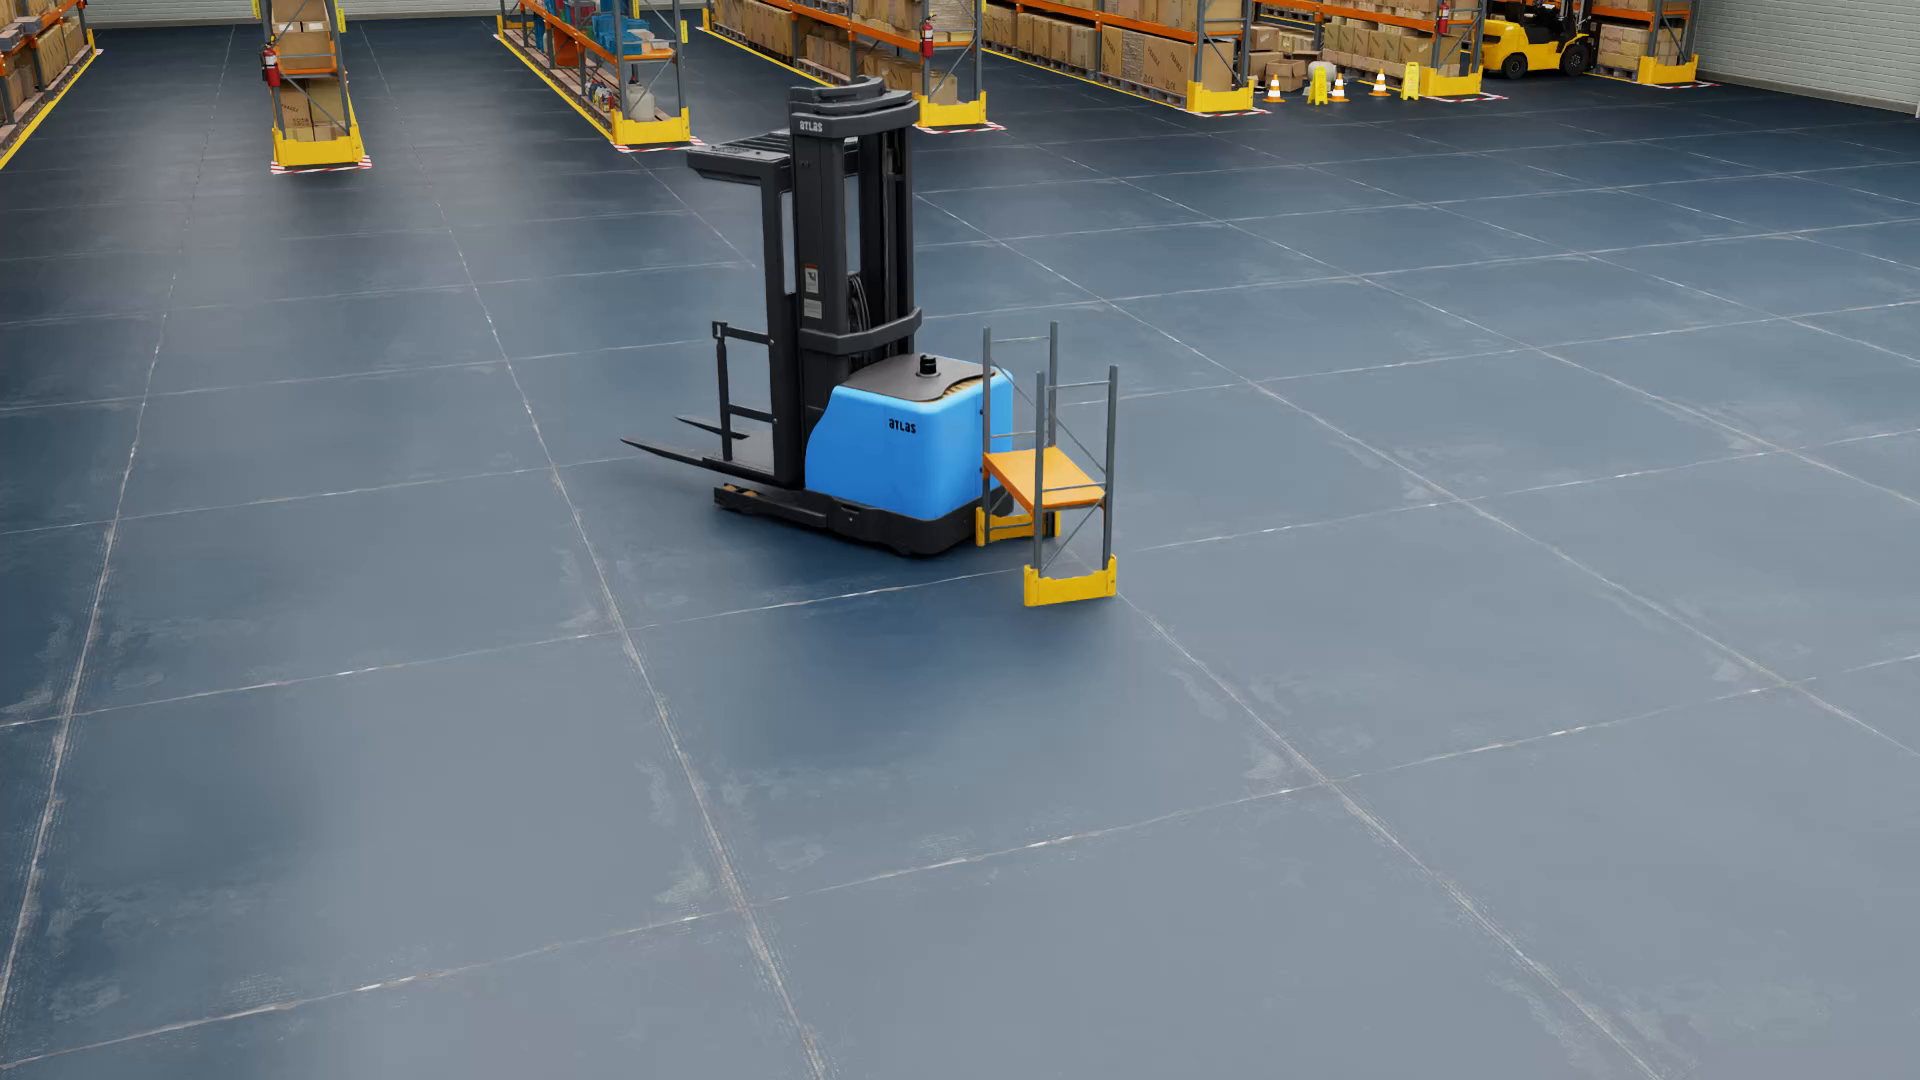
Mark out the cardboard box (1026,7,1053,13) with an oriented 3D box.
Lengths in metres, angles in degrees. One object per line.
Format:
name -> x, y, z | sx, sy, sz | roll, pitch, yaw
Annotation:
cardboard box -> 1.700, -11.523, 36.440 | 0.500, 0.250, 0.500 | -9, 25, -21

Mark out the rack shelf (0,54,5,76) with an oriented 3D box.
rack shelf -> -14.741, -6.658, 24.111 | 1.077, 0.370, 4.000 | -8, 24, -19

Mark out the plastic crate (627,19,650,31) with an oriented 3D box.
plastic crate -> -5.534, -8.642, 28.084 | 0.499, 0.251, 0.616 | -8, 24, -19

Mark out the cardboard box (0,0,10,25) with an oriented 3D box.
cardboard box -> -16.224, -8.799, 27.570 | 0.700, 0.500, 0.500 | -8, 24, -19

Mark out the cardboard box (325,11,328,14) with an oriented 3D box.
cardboard box -> -9.796, -7.929, 25.236 | 0.380, 0.149, 0.250 | -9, 24, -20

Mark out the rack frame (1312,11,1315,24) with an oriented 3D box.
rack frame -> 9.542, -14.704, 42.275 | 1.000, 3.000, 0.127 | -8, 24, -19

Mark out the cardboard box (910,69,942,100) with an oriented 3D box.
cardboard box -> -0.581, -7.785, 28.537 | 0.500, 0.500, 0.500 | -2, 23, -5

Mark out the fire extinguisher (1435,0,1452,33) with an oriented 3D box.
fire extinguisher -> 8.748, -9.521, 30.077 | 0.296, 0.674, 0.183 | -8, 24, -19

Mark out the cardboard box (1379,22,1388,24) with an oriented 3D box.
cardboard box -> 10.437, -12.600, 39.960 | 0.500, 0.500, 0.500 | -9, 24, -20

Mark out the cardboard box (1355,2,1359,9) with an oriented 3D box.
cardboard box -> 7.975, -10.476, 32.568 | 0.380, 0.149, 0.250 | -8, 24, -19

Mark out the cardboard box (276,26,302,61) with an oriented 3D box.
cardboard box -> -9.744, -7.352, 24.701 | 0.700, 0.500, 0.500 | -8, 24, -18

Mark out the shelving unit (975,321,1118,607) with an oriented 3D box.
shelving unit -> 0.539, -0.508, 10.525 | 0.587, 1.500, 1.083 | -7, 24, -16

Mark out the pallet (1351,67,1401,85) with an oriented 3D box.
pallet -> 8.430, -9.147, 32.680 | 1.003, 0.211, 1.213 | -8, 24, -19

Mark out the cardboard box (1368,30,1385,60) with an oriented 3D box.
cardboard box -> 8.252, -9.562, 32.109 | 0.500, 0.500, 0.500 | -9, 24, -20

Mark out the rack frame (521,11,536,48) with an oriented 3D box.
rack frame -> -9.005, -11.982, 35.817 | 1.000, 3.000, 0.127 | -8, 24, -19

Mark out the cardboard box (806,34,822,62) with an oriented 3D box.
cardboard box -> -2.703, -10.019, 33.810 | 0.700, 0.500, 0.500 | -10, 25, -22

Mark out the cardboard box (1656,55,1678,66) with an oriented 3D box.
cardboard box -> 13.790, -9.476, 32.869 | 0.500, 0.250, 0.500 | -8, 24, -19

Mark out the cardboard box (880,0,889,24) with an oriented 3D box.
cardboard box -> -0.892, -9.225, 28.762 | 0.875, 0.500, 0.500 | -8, 24, -19

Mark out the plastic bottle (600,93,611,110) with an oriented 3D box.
plastic bottle -> -5.889, -7.272, 27.583 | 0.152, 0.276, 0.135 | -8, 24, -19

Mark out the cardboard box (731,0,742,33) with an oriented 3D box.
cardboard box -> -4.848, -12.454, 39.132 | 0.875, 0.875, 0.875 | -8, 24, -19

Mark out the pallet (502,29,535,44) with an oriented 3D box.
pallet -> -10.163, -11.846, 39.084 | 1.003, 0.211, 1.213 | -8, 24, -19

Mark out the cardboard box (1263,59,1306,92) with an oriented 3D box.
cardboard box -> 6.149, -8.802, 31.486 | 0.637, 0.503, 0.797 | 12, 26, 27

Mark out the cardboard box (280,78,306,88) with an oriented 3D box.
cardboard box -> -10.412, -6.913, 25.824 | 0.500, 0.500, 0.500 | -8, 24, -19

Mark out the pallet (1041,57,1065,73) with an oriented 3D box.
pallet -> 2.352, -9.828, 34.296 | 1.003, 0.211, 1.213 | -8, 24, -19

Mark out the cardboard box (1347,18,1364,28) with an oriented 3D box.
cardboard box -> 7.853, -10.194, 32.774 | 0.380, 0.149, 0.250 | -7, 24, -17

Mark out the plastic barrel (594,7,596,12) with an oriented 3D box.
plastic barrel -> -6.503, -9.514, 30.138 | 0.301, 0.262, 0.301 | 0, 23, 0

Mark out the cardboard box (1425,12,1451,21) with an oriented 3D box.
cardboard box -> 8.806, -9.652, 30.612 | 0.380, 0.149, 0.250 | -8, 24, -17

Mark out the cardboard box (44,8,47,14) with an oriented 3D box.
cardboard box -> -17.556, -10.058, 31.549 | 0.380, 0.149, 0.250 | -8, 24, -19

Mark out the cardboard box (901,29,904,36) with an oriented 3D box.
cardboard box -> -0.774, -8.625, 28.176 | 0.380, 0.149, 0.250 | -8, 24, -19

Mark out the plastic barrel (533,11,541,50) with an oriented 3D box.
plastic barrel -> -8.829, -11.009, 35.669 | 0.600, 0.901, 0.708 | -8, 24, -19

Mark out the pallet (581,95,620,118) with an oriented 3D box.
pallet -> -5.981, -7.541, 28.870 | 1.003, 0.211, 1.213 | -8, 24, -19

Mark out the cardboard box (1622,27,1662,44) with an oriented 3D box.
cardboard box -> 13.326, -9.856, 32.483 | 0.500, 0.250, 0.500 | -8, 24, -17

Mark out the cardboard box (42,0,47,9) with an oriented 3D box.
cardboard box -> -17.335, -10.134, 30.894 | 0.500, 0.500, 0.500 | -8, 24, -17

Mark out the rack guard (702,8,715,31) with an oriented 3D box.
rack guard -> -5.793, -12.972, 41.384 | 1.175, 0.500, 0.348 | -8, 24, -19

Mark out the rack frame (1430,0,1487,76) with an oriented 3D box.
rack frame -> 9.138, -9.661, 30.311 | 1.000, 3.000, 0.127 | -8, 24, -19

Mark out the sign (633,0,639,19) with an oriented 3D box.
sign -> -5.661, -9.275, 29.036 | 0.100, 0.325, 0.005 | -8, 24, -19

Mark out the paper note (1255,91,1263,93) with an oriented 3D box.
paper note -> 5.592, -8.364, 31.058 | 0.144, 0.017, 0.142 | 0, 23, -1

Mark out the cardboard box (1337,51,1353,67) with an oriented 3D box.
cardboard box -> 7.880, -9.598, 33.158 | 0.500, 0.250, 0.500 | -7, 24, -16

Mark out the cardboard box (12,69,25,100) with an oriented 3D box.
cardboard box -> -16.484, -7.763, 28.458 | 0.700, 0.500, 0.500 | -8, 24, -19

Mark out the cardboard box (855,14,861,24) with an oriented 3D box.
cardboard box -> -1.675, -9.427, 30.079 | 0.380, 0.149, 0.250 | -8, 24, -19

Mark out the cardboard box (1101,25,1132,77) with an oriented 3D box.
cardboard box -> 3.287, -9.375, 31.827 | 0.875, 0.875, 0.875 | -8, 24, -18

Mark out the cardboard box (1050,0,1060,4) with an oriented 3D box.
cardboard box -> 2.157, -11.149, 33.712 | 0.500, 0.500, 0.500 | -9, 24, -20

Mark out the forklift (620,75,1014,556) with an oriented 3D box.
forklift -> -1.127, -1.677, 11.456 | 3.031, 2.935, 1.130 | 15, 27, 32

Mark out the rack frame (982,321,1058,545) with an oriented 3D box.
rack frame -> 0.391, -0.694, 10.965 | 0.500, 1.500, 0.032 | -7, 24, -16

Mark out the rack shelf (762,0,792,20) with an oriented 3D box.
rack shelf -> -3.665, -11.604, 35.845 | 1.077, 0.370, 4.000 | -8, 24, -19

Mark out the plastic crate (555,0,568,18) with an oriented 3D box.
plastic crate -> -7.308, -9.929, 30.864 | 0.402, 0.464, 0.583 | -8, 24, -19

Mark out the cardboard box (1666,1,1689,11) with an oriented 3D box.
cardboard box -> 13.866, -10.608, 32.428 | 0.500, 0.500, 0.500 | -8, 24, -17

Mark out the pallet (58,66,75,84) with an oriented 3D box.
pallet -> -17.931, -9.068, 32.493 | 1.003, 0.211, 1.213 | -8, 24, -19

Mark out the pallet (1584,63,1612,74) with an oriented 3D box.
pallet -> 13.044, -9.774, 34.167 | 1.003, 0.211, 1.213 | -8, 24, -19

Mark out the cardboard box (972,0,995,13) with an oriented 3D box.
cardboard box -> 0.508, -12.195, 38.034 | 0.500, 0.250, 0.500 | -8, 24, -18
